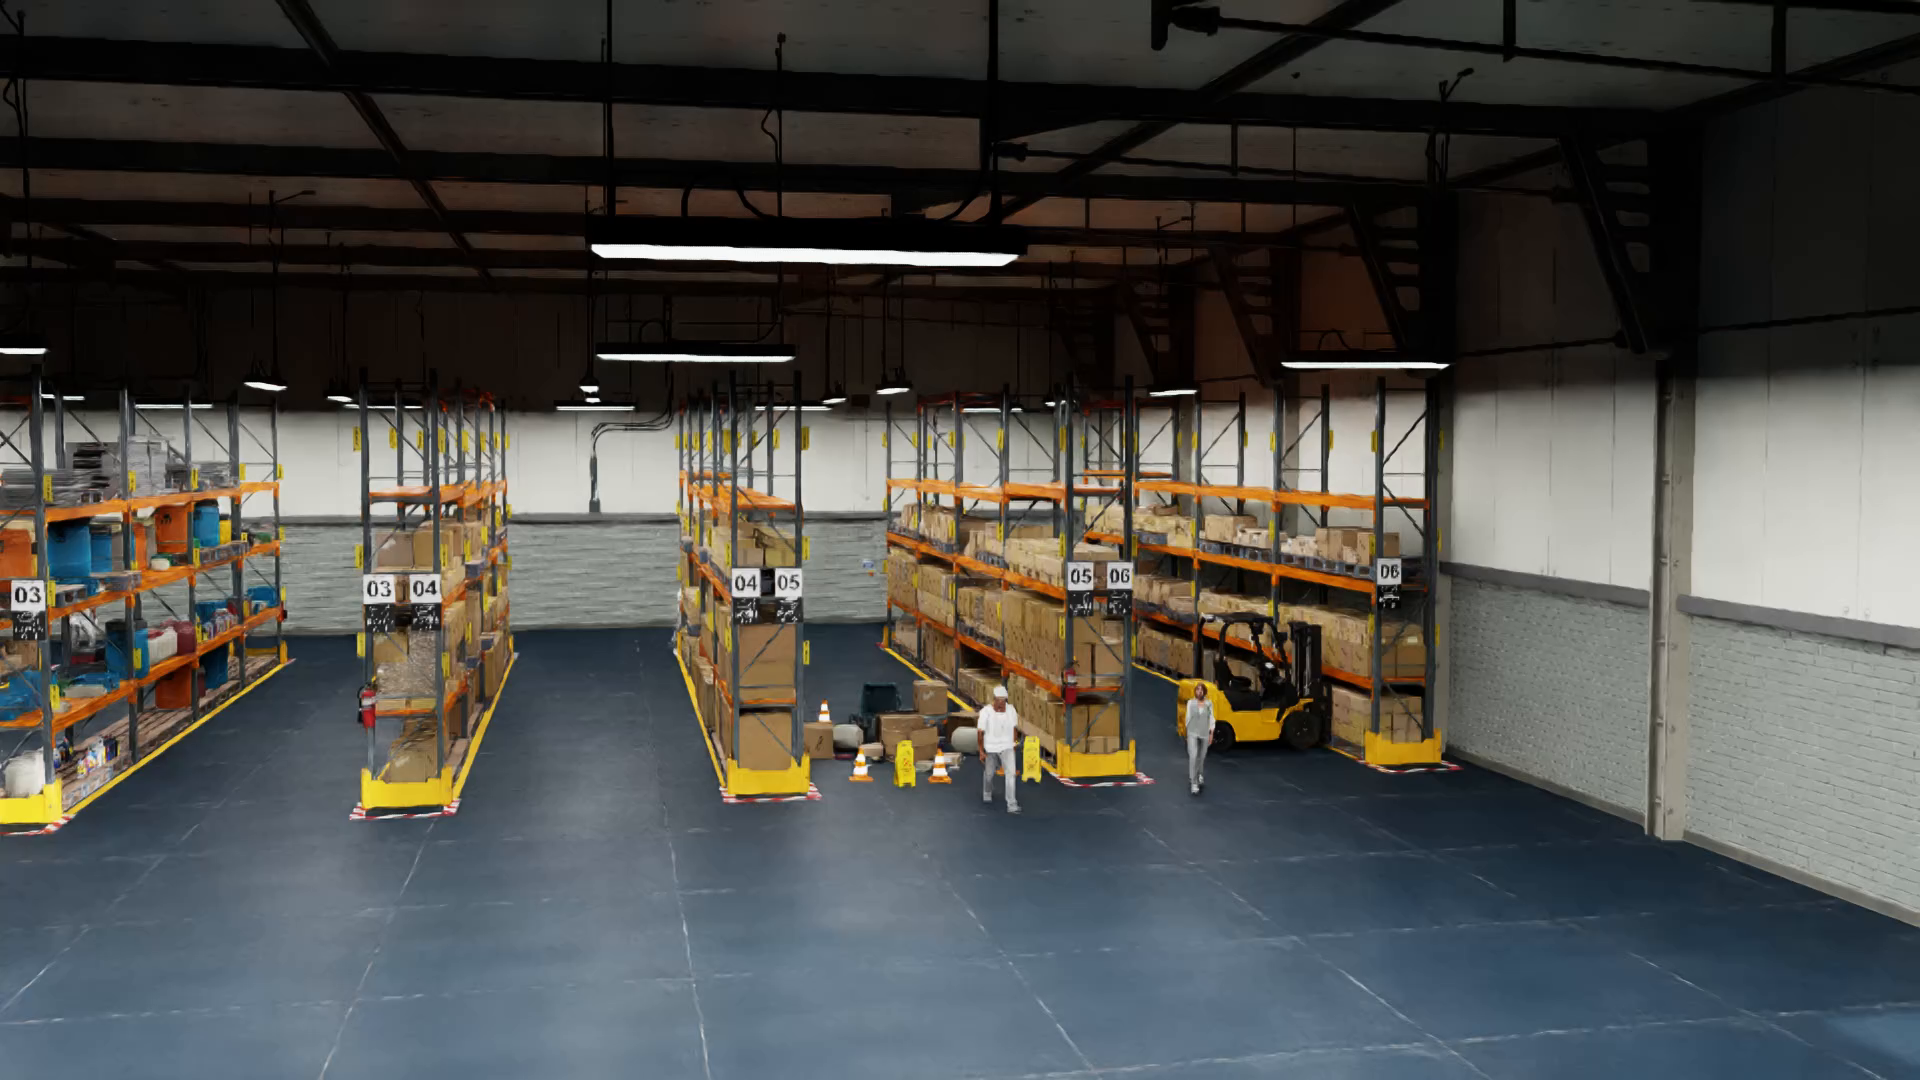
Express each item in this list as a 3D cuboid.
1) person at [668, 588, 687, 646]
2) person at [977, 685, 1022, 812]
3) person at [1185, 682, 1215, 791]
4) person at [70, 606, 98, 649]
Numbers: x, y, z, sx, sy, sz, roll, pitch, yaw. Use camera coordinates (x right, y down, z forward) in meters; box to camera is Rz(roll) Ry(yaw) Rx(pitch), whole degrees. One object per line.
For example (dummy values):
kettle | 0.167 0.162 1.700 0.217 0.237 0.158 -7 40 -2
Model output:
person | -6.803 1.762 40.677 0.494 1.660 0.704 2 4 30
person | 0.520 2.803 22.554 0.577 1.691 1.121 -1 3 -10
person | 3.446 2.799 23.894 0.407 1.533 0.962 0 3 -3
person | -19.973 1.884 37.796 0.691 1.722 0.777 -2 4 -33
